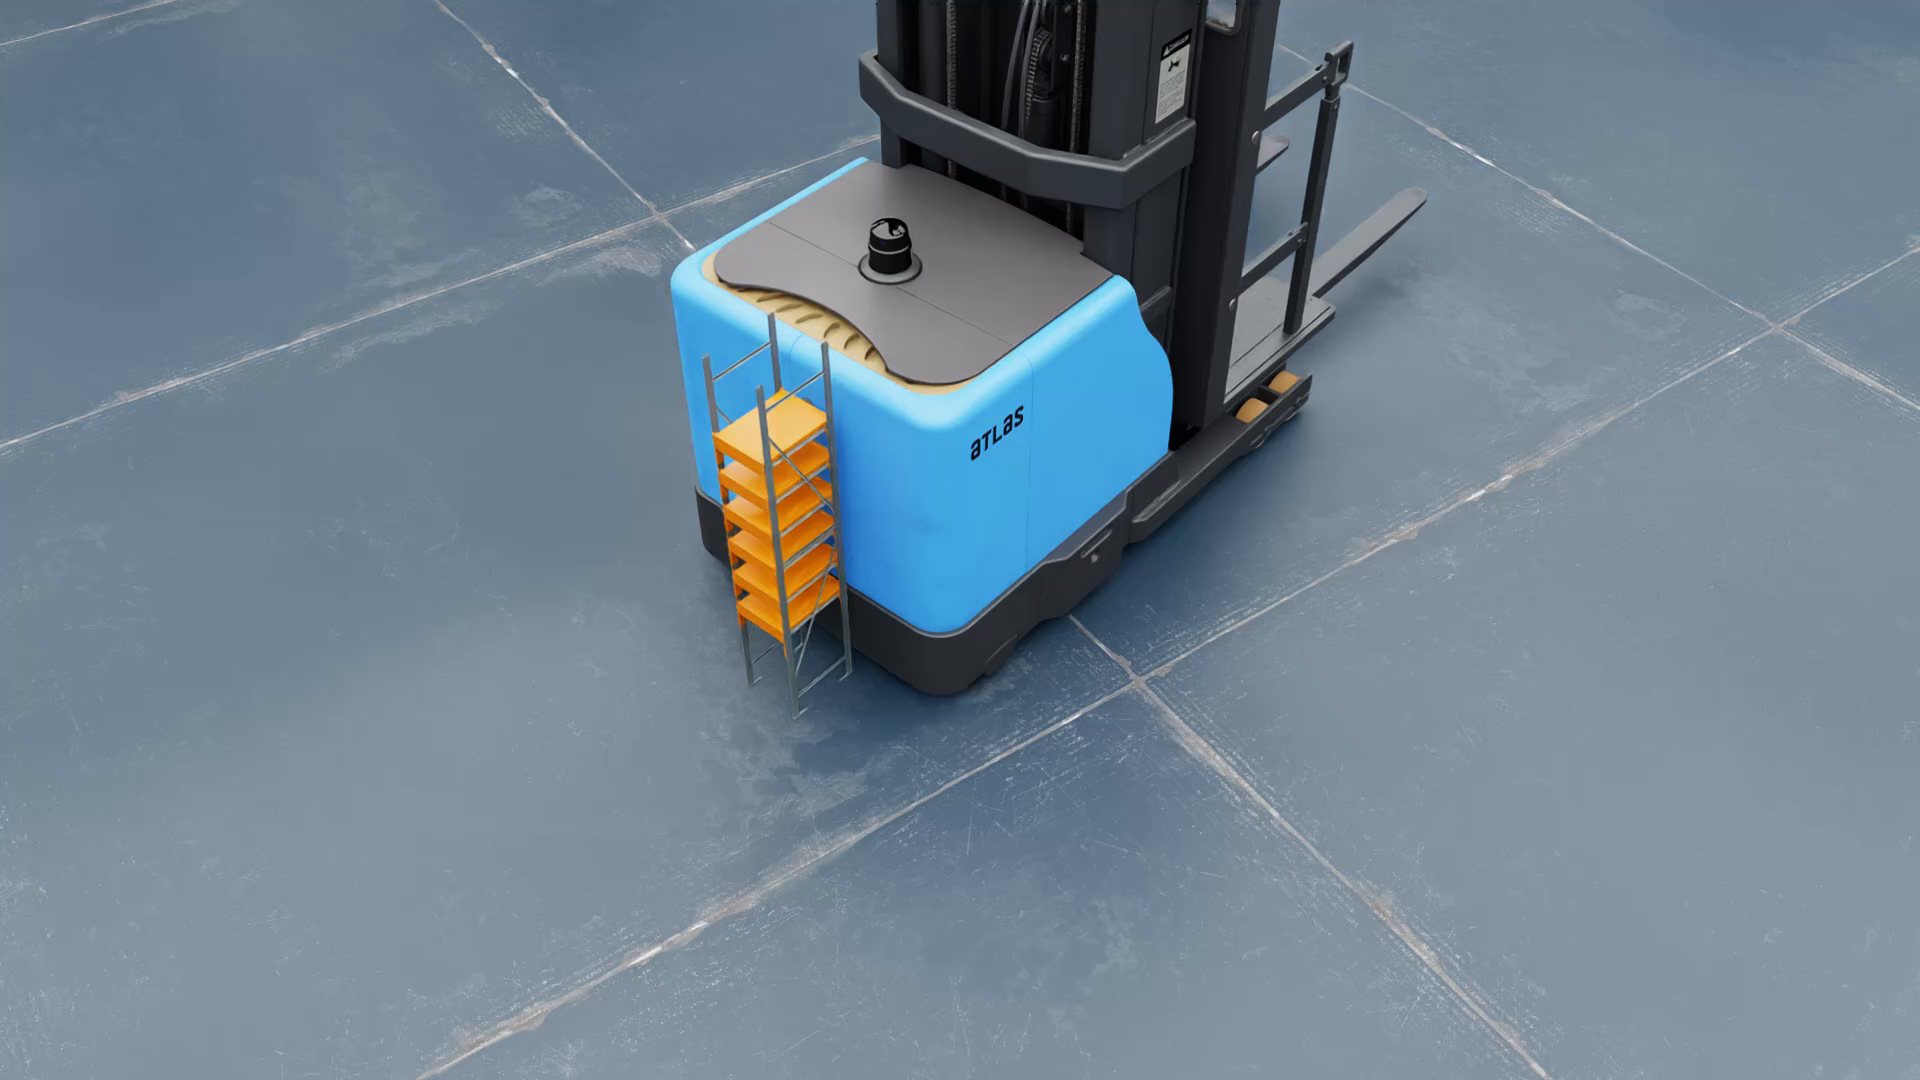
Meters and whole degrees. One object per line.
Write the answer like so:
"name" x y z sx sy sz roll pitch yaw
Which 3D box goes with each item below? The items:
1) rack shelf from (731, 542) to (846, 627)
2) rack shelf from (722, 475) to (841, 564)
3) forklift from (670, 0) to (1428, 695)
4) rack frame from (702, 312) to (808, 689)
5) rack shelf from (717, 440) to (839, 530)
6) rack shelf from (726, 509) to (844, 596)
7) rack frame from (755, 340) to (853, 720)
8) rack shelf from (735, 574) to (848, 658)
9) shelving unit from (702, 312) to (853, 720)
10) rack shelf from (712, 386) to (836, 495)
"rack shelf" -0.464 0.092 4.521 0.180 0.103 0.258 30 52 28
"rack shelf" -0.465 -0.081 4.355 0.180 0.103 0.258 30 52 28
"forklift" 0.540 -1.571 4.773 1.130 2.935 3.031 31 51 28
"rack frame" -0.535 -0.067 4.450 0.006 1.200 0.240 30 52 28
"rack shelf" -0.466 -0.167 4.271 0.180 0.103 0.258 30 52 28
"rack shelf" -0.465 0.006 4.438 0.180 0.103 0.258 30 52 28
"rack frame" -0.395 0.015 4.364 0.006 1.200 0.240 30 52 28
"rack shelf" -0.464 0.179 4.605 0.180 0.103 0.258 30 52 28
"shelving unit" -0.465 -0.026 4.407 0.189 1.200 0.258 30 52 28
"rack shelf" -0.466 -0.253 4.188 0.180 0.103 0.258 30 52 28
